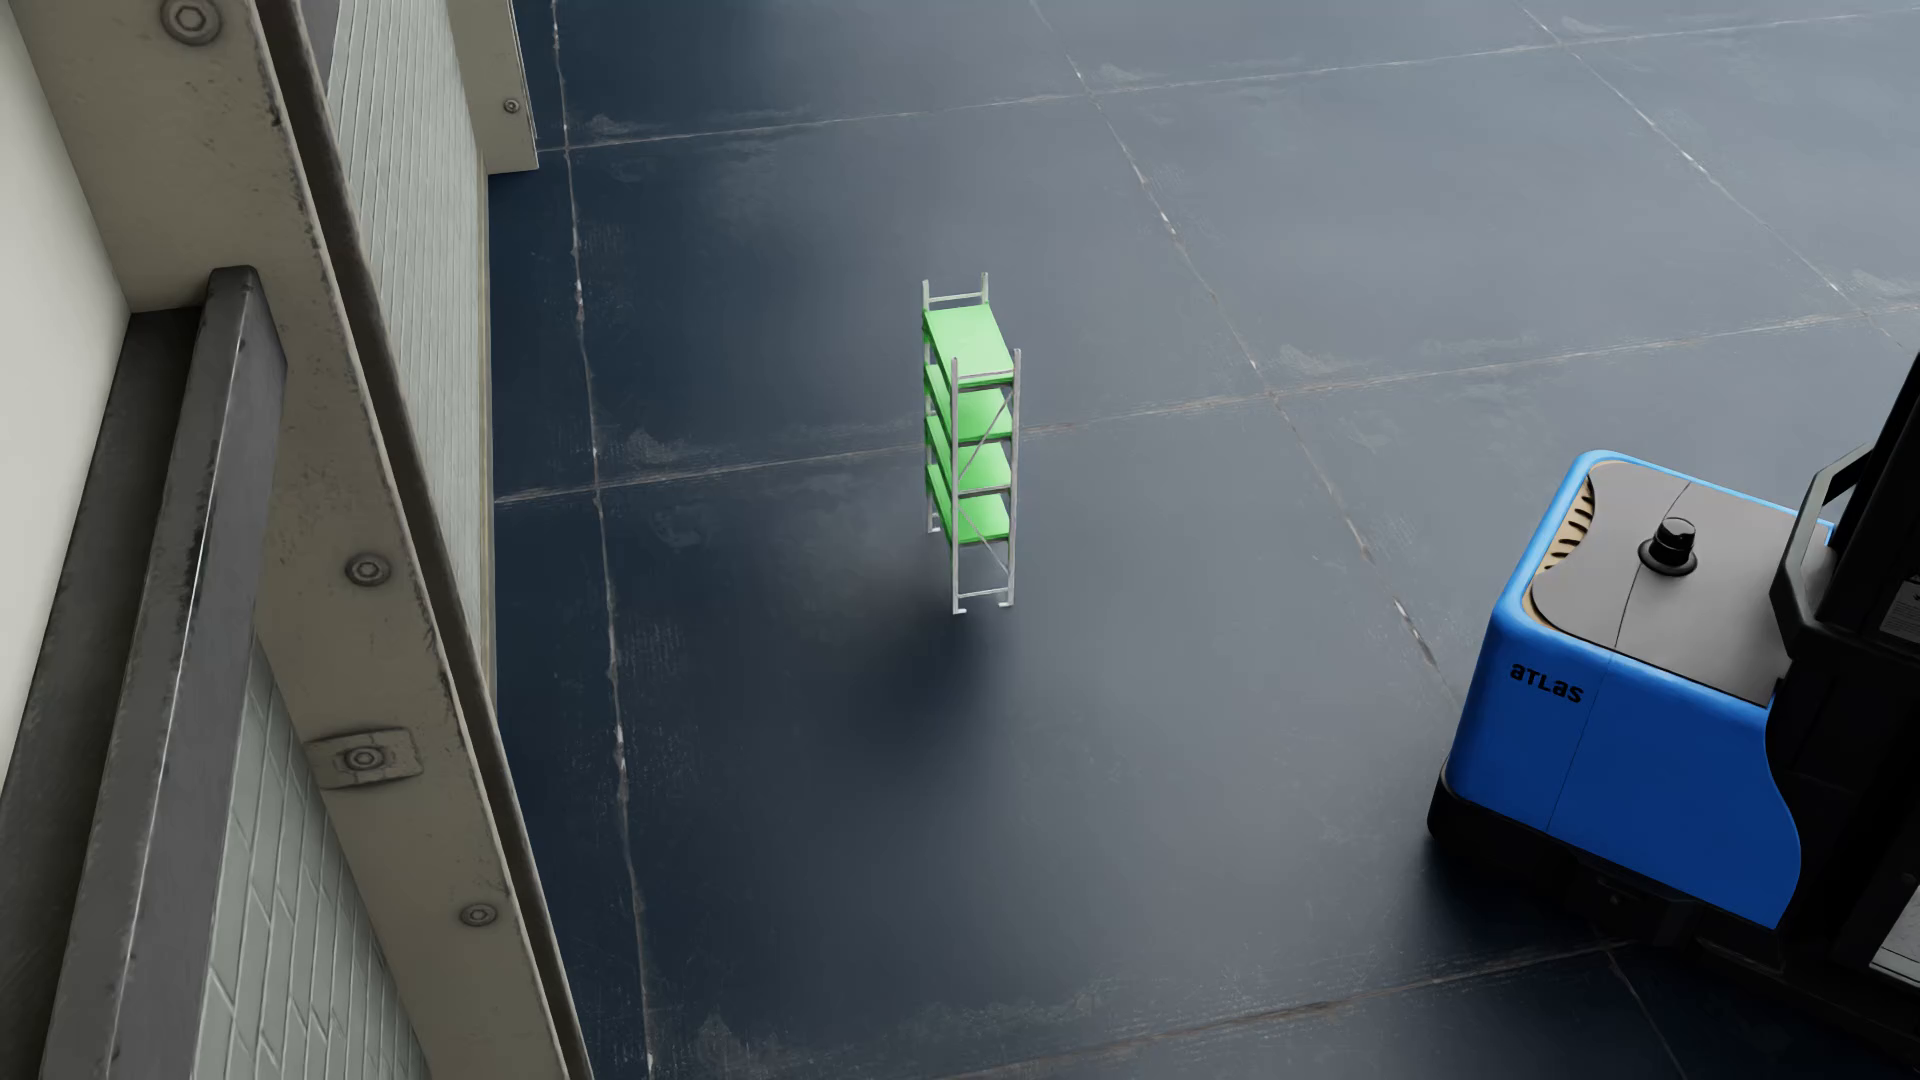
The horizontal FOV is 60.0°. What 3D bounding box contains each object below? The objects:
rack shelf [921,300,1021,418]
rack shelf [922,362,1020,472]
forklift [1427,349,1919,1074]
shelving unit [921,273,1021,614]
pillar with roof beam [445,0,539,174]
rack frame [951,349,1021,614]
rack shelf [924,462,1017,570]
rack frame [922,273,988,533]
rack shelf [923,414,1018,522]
[{"bbox_3d":[0.036,-0.653,5.955,0.258,0.148,0.480,-8,42,-9],"label":"rack shelf"},{"bbox_3d":[0.036,-0.473,6.114,0.258,0.148,0.480,-8,42,-9],"label":"rack shelf"},{"bbox_3d":[3.086,0.173,4.347,3.031,2.935,1.130,22,46,23],"label":"forklift"},{"bbox_3d":[0.036,-0.341,6.231,0.258,1.200,0.503,-8,42,-9],"label":"shelving unit"},{"bbox_3d":[1.726,-6.100,6.843,9.100,9.000,0.400,-8,42,-9],"label":"pillar with roof beam"},{"bbox_3d":[0.088,-0.183,6.053,0.240,1.200,0.015,-8,42,-9],"label":"rack frame"},{"bbox_3d":[0.036,-0.114,6.433,0.258,0.148,0.480,-8,42,-9],"label":"rack shelf"},{"bbox_3d":[-0.017,-0.500,6.409,0.240,1.200,0.015,-8,42,-9],"label":"rack frame"},{"bbox_3d":[0.036,-0.294,6.273,0.258,0.148,0.480,-8,42,-9],"label":"rack shelf"}]
